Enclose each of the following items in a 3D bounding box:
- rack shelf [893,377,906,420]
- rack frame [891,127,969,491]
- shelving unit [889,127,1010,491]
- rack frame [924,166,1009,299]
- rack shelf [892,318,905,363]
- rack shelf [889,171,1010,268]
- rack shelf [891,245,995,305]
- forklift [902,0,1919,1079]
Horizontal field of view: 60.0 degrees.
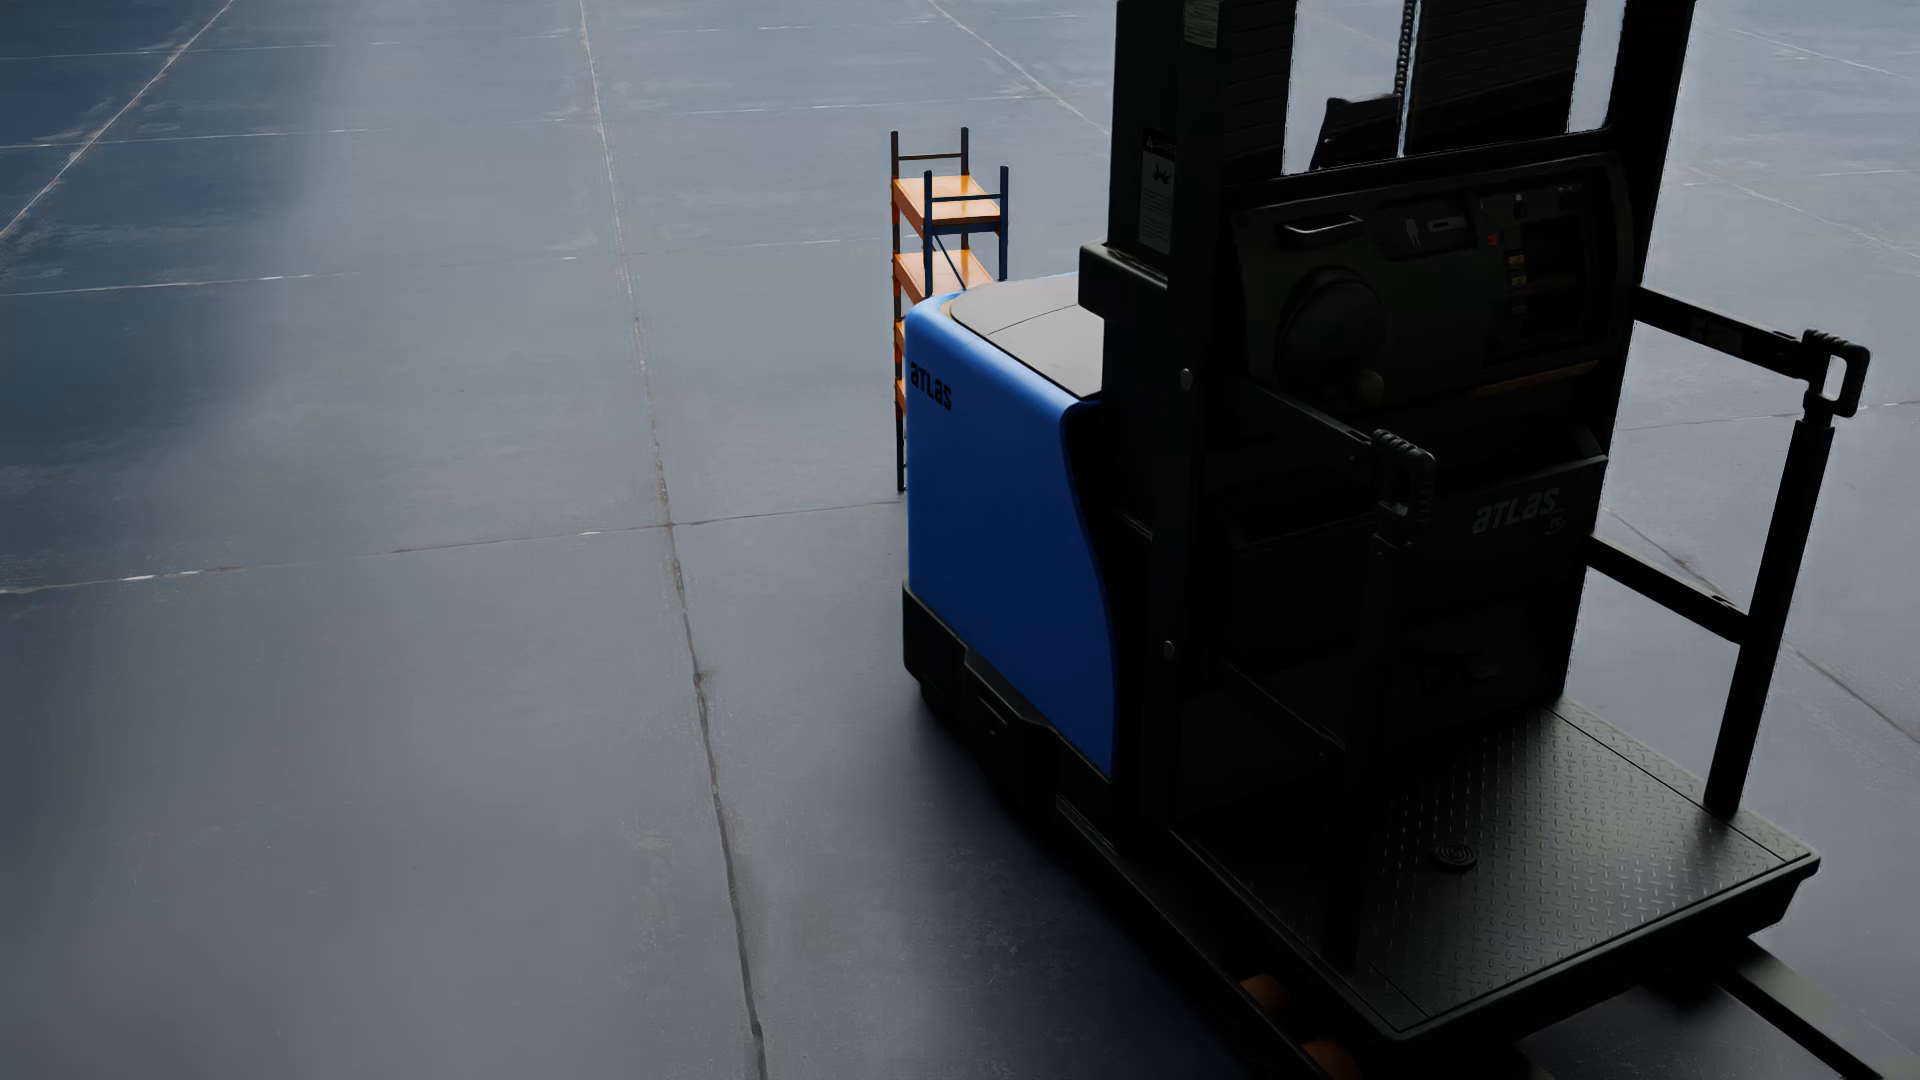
[{"bbox_3d":[-0.037,-0.371,5.243,0.258,0.148,0.480,-6,27,-12],"label":"rack shelf"},{"bbox_3d":[-0.092,-0.715,5.336,0.240,1.200,0.015,-6,27,-12],"label":"rack frame"},{"bbox_3d":[-0.037,-0.608,5.124,0.258,1.200,0.503,-6,27,-12],"label":"shelving unit"},{"bbox_3d":[0.018,-0.501,4.911,0.240,1.200,0.015,-6,27,-12],"label":"rack frame"},{"bbox_3d":[-0.037,-0.548,5.154,0.258,0.148,0.480,-6,27,-12],"label":"rack shelf"},{"bbox_3d":[-0.037,-0.959,4.947,0.258,0.148,0.480,-6,27,-12],"label":"rack shelf"},{"bbox_3d":[-0.037,-0.748,5.053,0.258,0.148,0.480,-6,27,-12],"label":"rack shelf"},{"bbox_3d":[0.985,-0.449,2.886,1.130,2.935,3.031,-13,30,-25],"label":"forklift"}]
